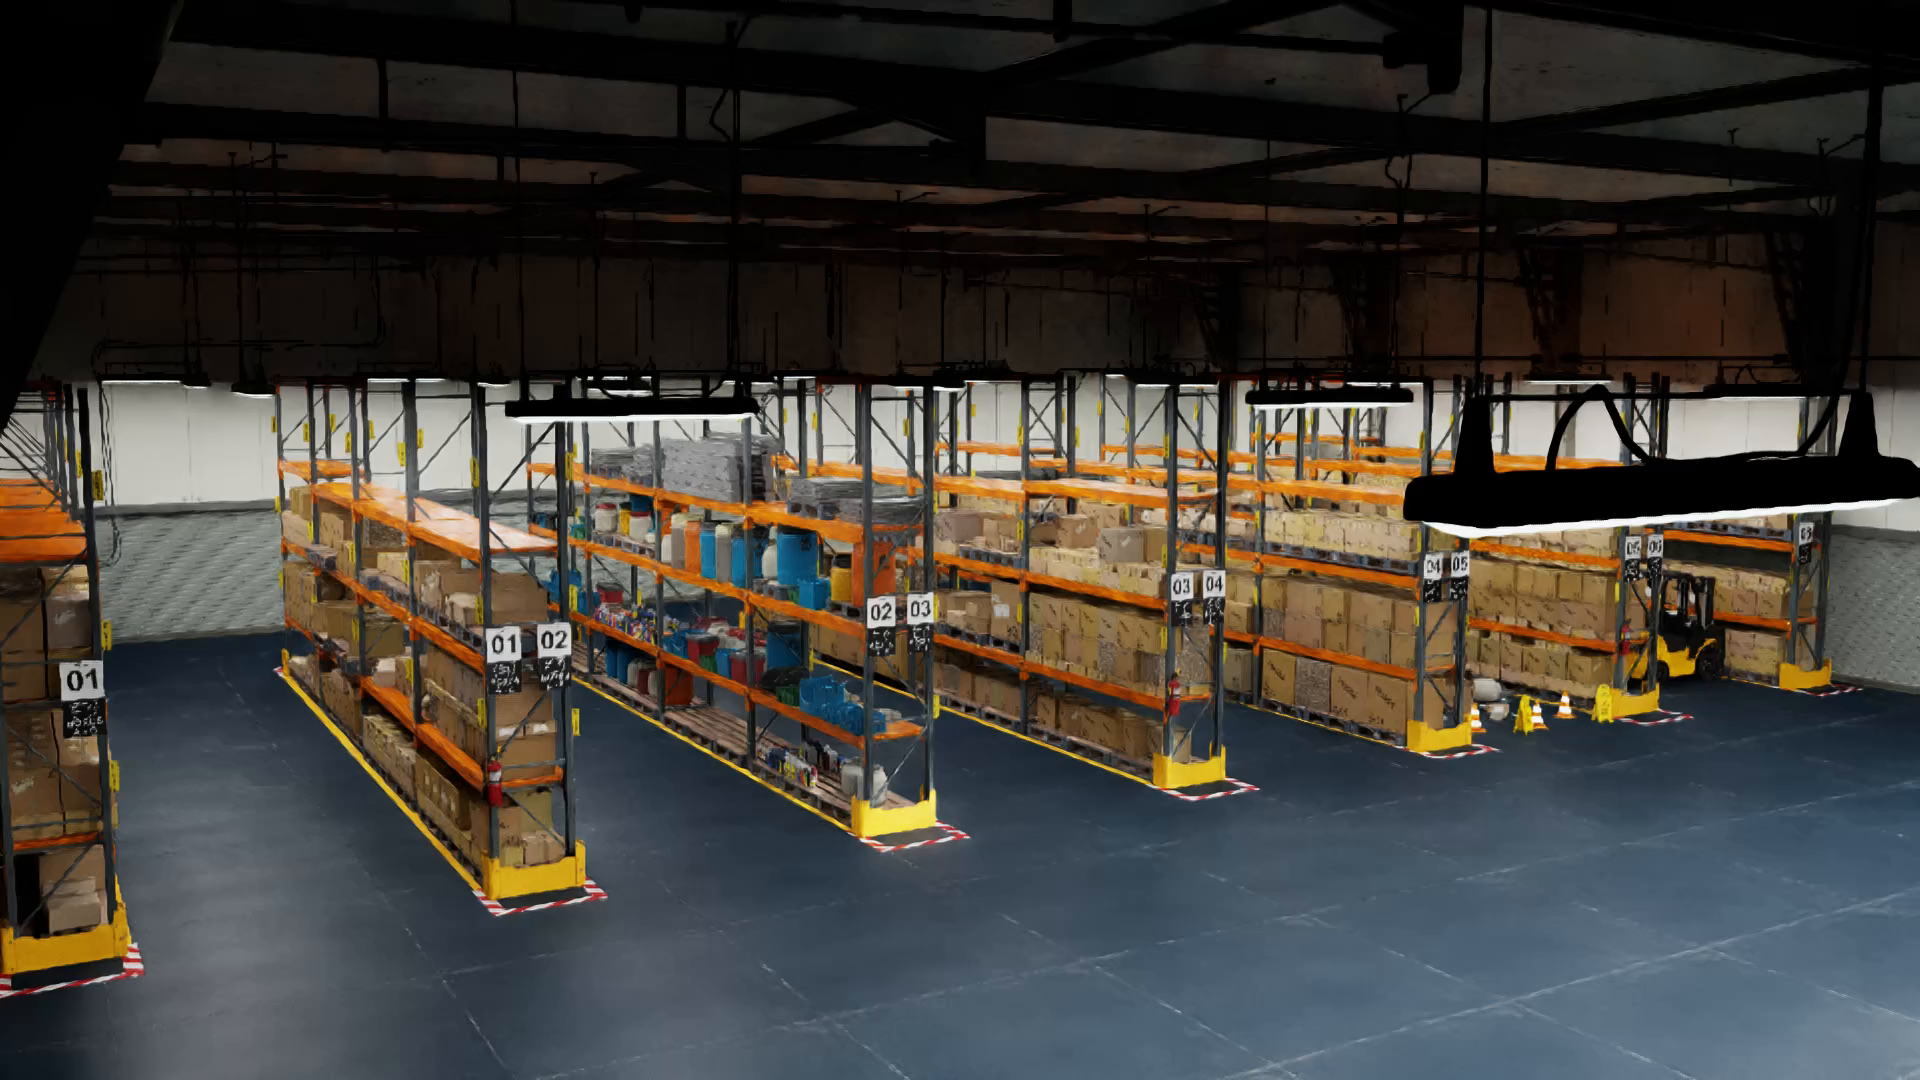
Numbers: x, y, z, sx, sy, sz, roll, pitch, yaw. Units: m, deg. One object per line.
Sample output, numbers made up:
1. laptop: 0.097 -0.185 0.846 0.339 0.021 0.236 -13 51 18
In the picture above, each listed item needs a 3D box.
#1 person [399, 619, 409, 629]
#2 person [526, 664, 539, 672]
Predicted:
1. person: -13.119 1.267 38.757 0.497 1.664 0.643 2 7 18
2. person: -7.692 2.190 30.104 0.575 1.689 1.128 -4 7 -32
